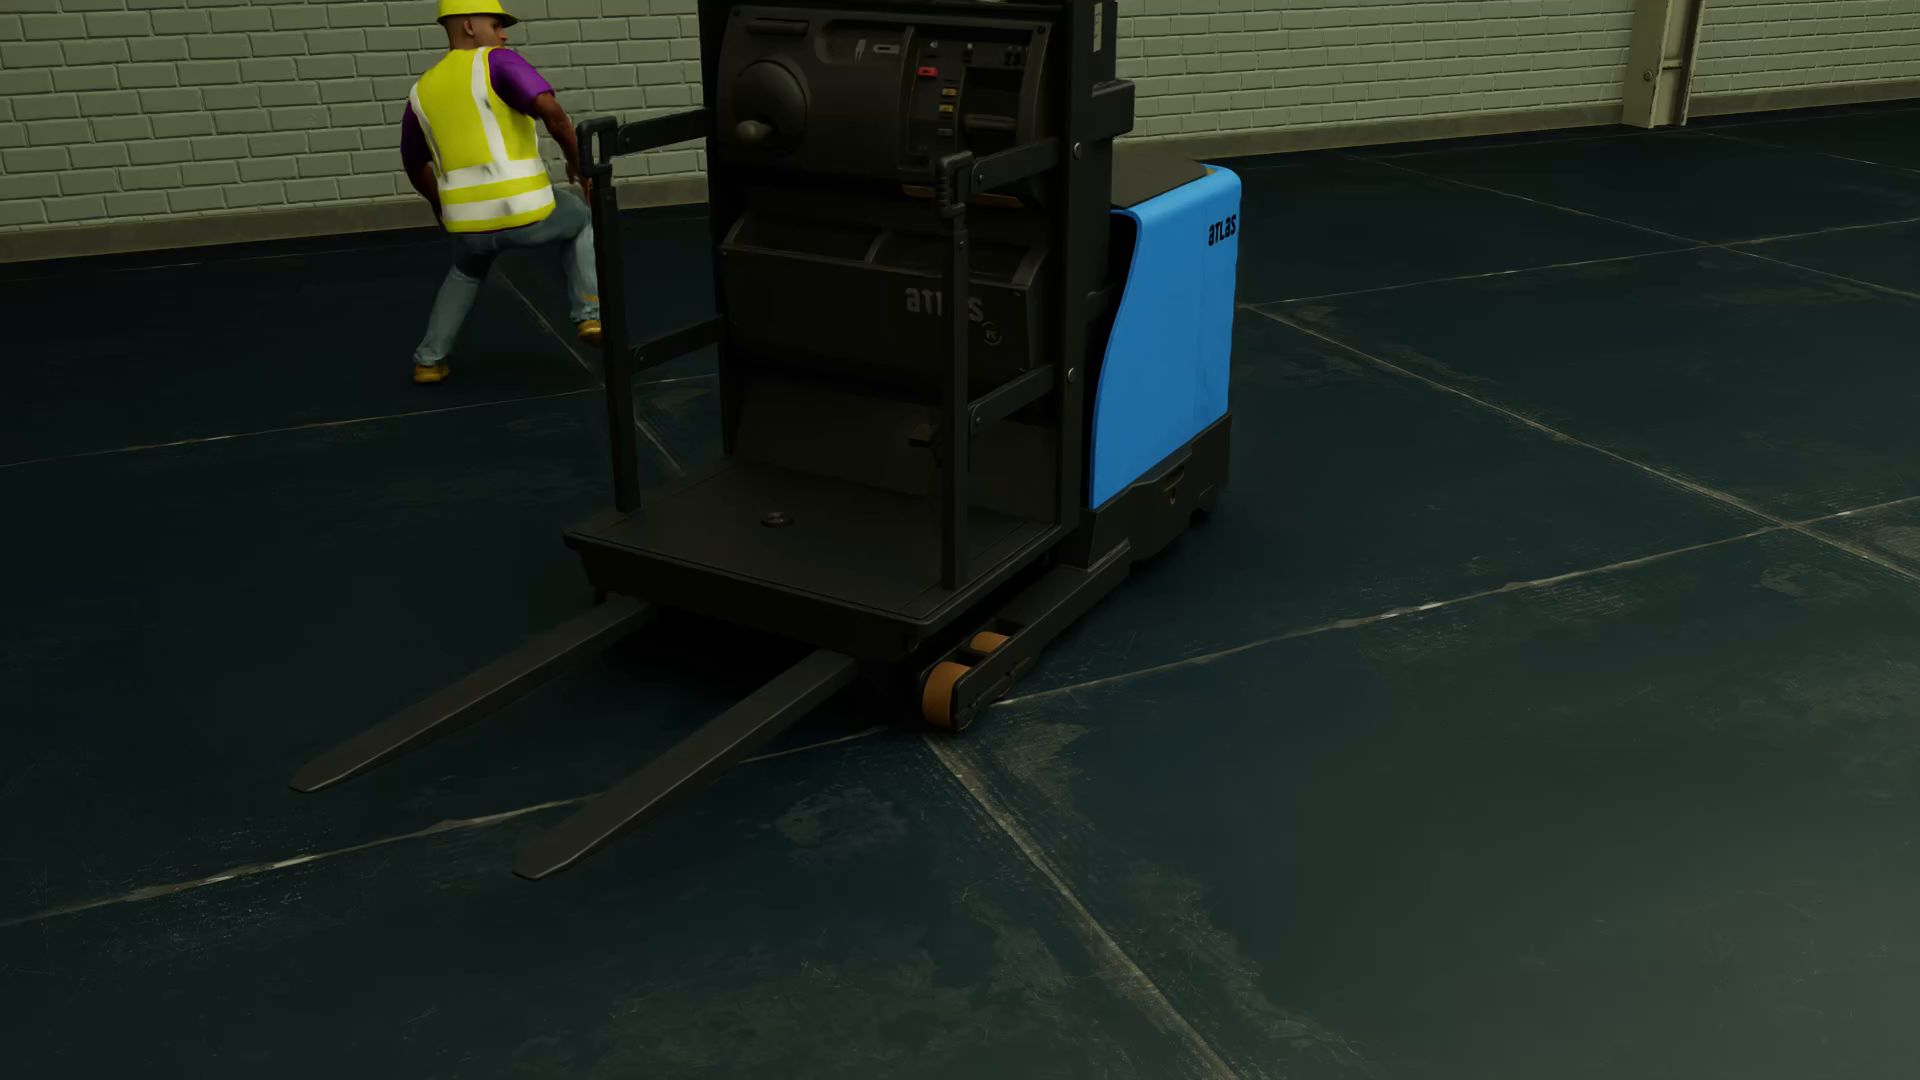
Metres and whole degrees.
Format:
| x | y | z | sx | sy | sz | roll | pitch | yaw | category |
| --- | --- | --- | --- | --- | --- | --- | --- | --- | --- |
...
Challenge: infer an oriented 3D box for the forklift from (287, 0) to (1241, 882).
| x | y | z | sx | sy | sz | roll | pitch | yaw | category |
| --- | --- | --- | --- | --- | --- | --- | --- | --- | --- |
| -0.309 | -1.094 | 3.921 | 1.130 | 2.935 | 3.031 | 12 | 26 | 28 | forklift |

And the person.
| x | y | z | sx | sy | sz | roll | pitch | yaw | category |
| --- | --- | --- | --- | --- | --- | --- | --- | --- | --- |
| -1.777 | -1.335 | 6.432 | 0.836 | 1.527 | 0.682 | 4 | 23 | 8 | person |
